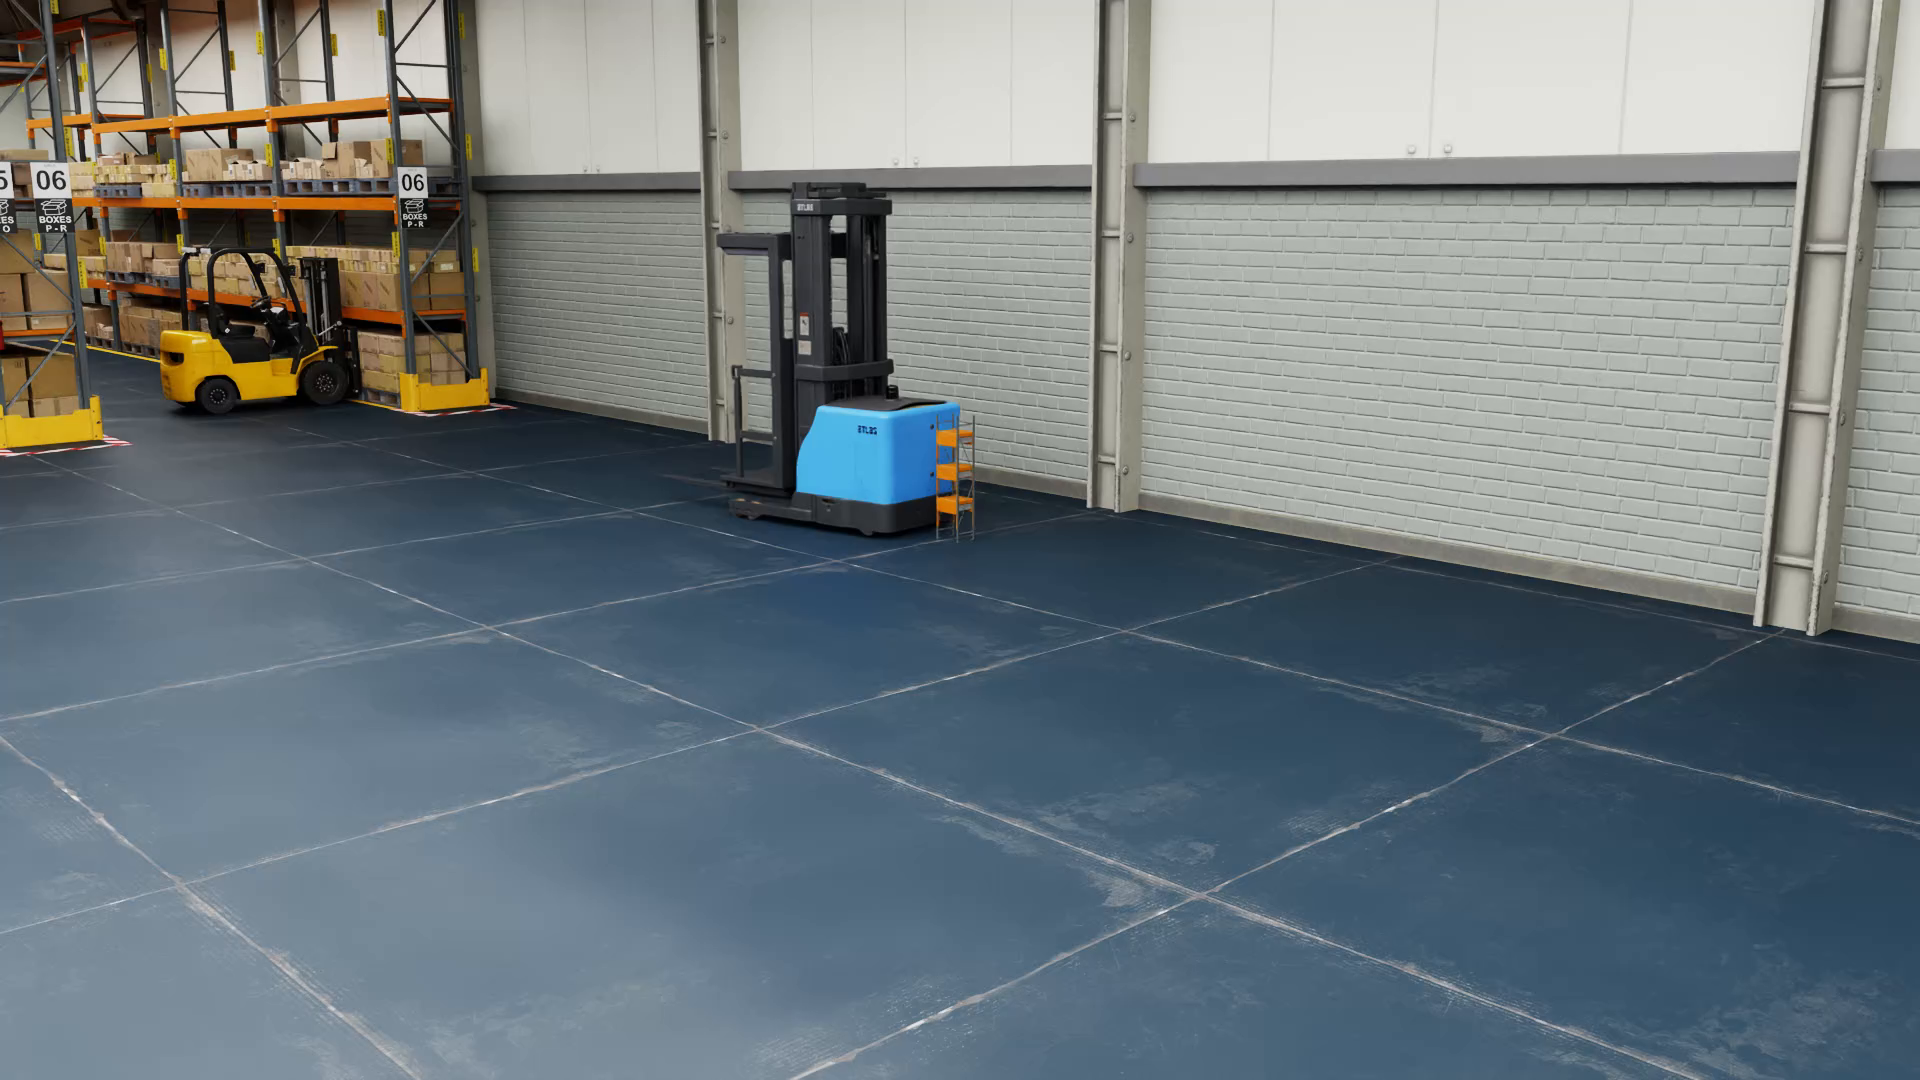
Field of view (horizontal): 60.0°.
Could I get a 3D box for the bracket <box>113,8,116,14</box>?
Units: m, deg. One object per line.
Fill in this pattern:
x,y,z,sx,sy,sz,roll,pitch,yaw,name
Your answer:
-15.701,-9.982,31.142,0.235,0.232,0.430,-11,16,-43,bracket

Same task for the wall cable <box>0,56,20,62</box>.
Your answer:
-21.062,-12.291,37.485,2.988,3.039,0.133,-11,16,-43,wall cable

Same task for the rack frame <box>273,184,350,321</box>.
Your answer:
-9.804,-3.875,25.287,1.000,3.000,0.127,-11,16,-43,rack frame

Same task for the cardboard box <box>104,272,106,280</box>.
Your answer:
-15.731,-4.931,31.034,0.380,0.149,0.250,-11,16,-42,cardboard box

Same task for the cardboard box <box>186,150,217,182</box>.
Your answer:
-12.242,-6.092,27.077,0.500,0.500,0.500,-11,16,-42,cardboard box

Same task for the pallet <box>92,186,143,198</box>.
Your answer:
-14.929,-6.315,30.160,1.213,0.211,1.003,-11,16,-43,pallet

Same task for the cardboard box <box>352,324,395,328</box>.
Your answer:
-8.623,-3.031,24.487,0.500,0.250,0.500,-11,16,-42,cardboard box

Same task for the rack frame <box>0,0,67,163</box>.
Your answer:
-10.629,-5.537,18.488,1.000,3.000,0.127,-11,16,-43,rack frame

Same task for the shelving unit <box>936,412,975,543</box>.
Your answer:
-0.037,-0.522,13.843,0.215,1.050,0.252,-11,16,-43,shelving unit

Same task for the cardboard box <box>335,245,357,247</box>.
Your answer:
-9.221,-4.341,24.953,0.250,0.149,0.380,11,16,44,cardboard box

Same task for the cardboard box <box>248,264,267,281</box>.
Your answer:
-10.688,-4.157,25.786,0.500,0.250,0.500,11,16,44,cardboard box

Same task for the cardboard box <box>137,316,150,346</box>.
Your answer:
-14.441,-3.772,29.941,0.500,0.500,0.500,11,16,43,cardboard box

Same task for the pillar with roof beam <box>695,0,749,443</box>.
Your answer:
-5.840,-4.981,15.788,9.100,9.000,0.400,-11,16,-43,pillar with roof beam

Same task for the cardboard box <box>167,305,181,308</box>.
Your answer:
-14.310,-4.223,30.520,0.250,0.149,0.380,11,16,42,cardboard box

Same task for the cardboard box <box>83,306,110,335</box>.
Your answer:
-16.882,-4.284,32.426,0.500,0.500,0.500,-11,16,-42,cardboard box

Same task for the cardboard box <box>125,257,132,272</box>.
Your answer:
-14.646,-4.926,29.681,0.396,0.266,0.258,-10,15,-40,cardboard box

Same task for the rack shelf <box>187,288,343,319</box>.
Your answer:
-11.185,-3.815,26.776,1.077,0.370,4.000,-11,16,-43,rack shelf

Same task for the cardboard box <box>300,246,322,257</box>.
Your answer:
-9.539,-4.276,24.642,0.380,0.149,0.250,-11,16,-42,cardboard box

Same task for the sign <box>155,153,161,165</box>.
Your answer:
-14.929,-7.036,30.937,0.100,0.325,0.005,-11,16,-43,sign

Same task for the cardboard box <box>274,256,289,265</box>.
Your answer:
-10.200,-4.261,25.303,0.380,0.149,0.250,-10,15,-41,cardboard box

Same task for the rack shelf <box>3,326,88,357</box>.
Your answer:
-12.010,-2.539,20.582,1.077,0.370,4.000,-11,16,-43,rack shelf

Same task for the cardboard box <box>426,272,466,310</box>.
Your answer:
-7.183,-3.451,22.982,0.500,0.500,0.500,-10,15,-41,cardboard box

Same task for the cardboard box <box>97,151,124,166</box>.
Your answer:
-15.373,-6.899,30.102,0.396,0.266,0.258,-11,16,-43,cardboard box

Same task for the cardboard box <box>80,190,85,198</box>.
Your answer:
-16.303,-6.513,31.280,0.380,0.149,0.250,-11,16,-43,cardboard box

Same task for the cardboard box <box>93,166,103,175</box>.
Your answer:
-15.439,-6.684,30.085,0.380,0.149,0.250,-10,15,-41,cardboard box

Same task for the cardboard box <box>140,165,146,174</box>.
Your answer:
-13.913,-6.394,28.725,0.380,0.149,0.250,-11,16,-42,cardboard box

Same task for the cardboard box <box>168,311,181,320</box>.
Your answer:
-13.601,-3.920,29.049,0.380,0.149,0.250,-10,15,-41,cardboard box

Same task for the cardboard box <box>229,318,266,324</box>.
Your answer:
-11.688,-3.314,27.409,0.875,0.625,0.625,-10,15,-41,cardboard box

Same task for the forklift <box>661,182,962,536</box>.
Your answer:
-1.448,-1.688,14.842,3.031,2.935,1.130,9,15,38,forklift

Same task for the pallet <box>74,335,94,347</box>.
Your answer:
-16.649,-3.955,32.586,1.003,0.211,1.213,-11,16,-43,pallet

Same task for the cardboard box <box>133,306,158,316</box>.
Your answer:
-14.840,-4.187,30.346,0.250,0.149,0.380,11,16,42,cardboard box

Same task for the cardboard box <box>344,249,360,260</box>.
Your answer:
-8.395,-3.999,23.295,0.380,0.149,0.250,-10,16,-41,cardboard box

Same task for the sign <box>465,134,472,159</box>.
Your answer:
-6.636,-5.304,22.425,0.100,0.325,0.005,-11,16,-43,sign

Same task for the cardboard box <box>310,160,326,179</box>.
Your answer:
-8.998,-5.274,23.688,0.258,0.266,0.396,11,16,44,cardboard box

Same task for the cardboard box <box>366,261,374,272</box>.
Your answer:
-7.979,-3.787,23.003,0.380,0.149,0.250,-11,16,-43,cardboard box

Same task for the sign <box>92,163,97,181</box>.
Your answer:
-15.715,-6.688,30.226,0.100,0.325,0.005,-11,16,-43,sign

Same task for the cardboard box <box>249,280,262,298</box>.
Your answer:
-10.692,-3.911,25.834,0.500,0.250,0.500,-11,16,-43,cardboard box

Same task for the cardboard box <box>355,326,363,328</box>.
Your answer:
-8.999,-2.962,24.152,0.500,0.250,0.500,-10,15,-41,cardboard box

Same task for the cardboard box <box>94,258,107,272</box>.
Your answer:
-15.856,-5.155,31.134,0.500,0.250,0.500,-10,16,-41,cardboard box

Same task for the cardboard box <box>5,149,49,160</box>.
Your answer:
-10.727,-4.416,19.125,0.380,0.149,0.250,-11,16,-43,cardboard box

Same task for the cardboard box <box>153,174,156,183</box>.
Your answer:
-13.652,-6.224,28.638,0.380,0.149,0.250,-11,16,-42,cardboard box

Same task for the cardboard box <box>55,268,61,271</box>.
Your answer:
-17.853,-5.386,33.245,0.380,0.149,0.250,-10,16,-41,cardboard box

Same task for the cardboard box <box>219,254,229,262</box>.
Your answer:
-11.660,-4.551,26.712,0.380,0.149,0.250,-10,16,-41,cardboard box

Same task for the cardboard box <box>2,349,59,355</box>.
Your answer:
-11.367,-2.061,20.395,0.500,0.500,0.500,11,16,43,cardboard box

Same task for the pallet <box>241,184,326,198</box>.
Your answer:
-10.422,-5.377,25.619,1.217,0.209,0.805,11,16,43,pallet

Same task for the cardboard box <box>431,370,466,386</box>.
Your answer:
-7.239,-2.249,23.168,0.500,0.250,0.500,-11,16,-42,cardboard box

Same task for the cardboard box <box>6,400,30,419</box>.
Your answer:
-11.398,-1.542,19.736,0.500,0.250,0.500,-11,16,-43,cardboard box

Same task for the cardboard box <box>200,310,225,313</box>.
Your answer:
-13.094,-3.945,29.173,0.380,0.149,0.250,-11,16,-42,cardboard box

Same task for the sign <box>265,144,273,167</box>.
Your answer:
-10.189,-5.675,24.526,0.100,0.325,0.005,-11,16,-43,sign

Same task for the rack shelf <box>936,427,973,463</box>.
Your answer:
-0.037,-0.790,13.788,0.215,0.259,0.240,-11,16,-43,rack shelf

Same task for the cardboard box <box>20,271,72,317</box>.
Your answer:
-10.755,-2.901,19.576,0.500,0.500,0.500,-11,16,-43,cardboard box

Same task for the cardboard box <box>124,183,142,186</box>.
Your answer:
-15.472,-6.697,31.187,0.500,0.250,0.500,-11,16,-44,cardboard box
